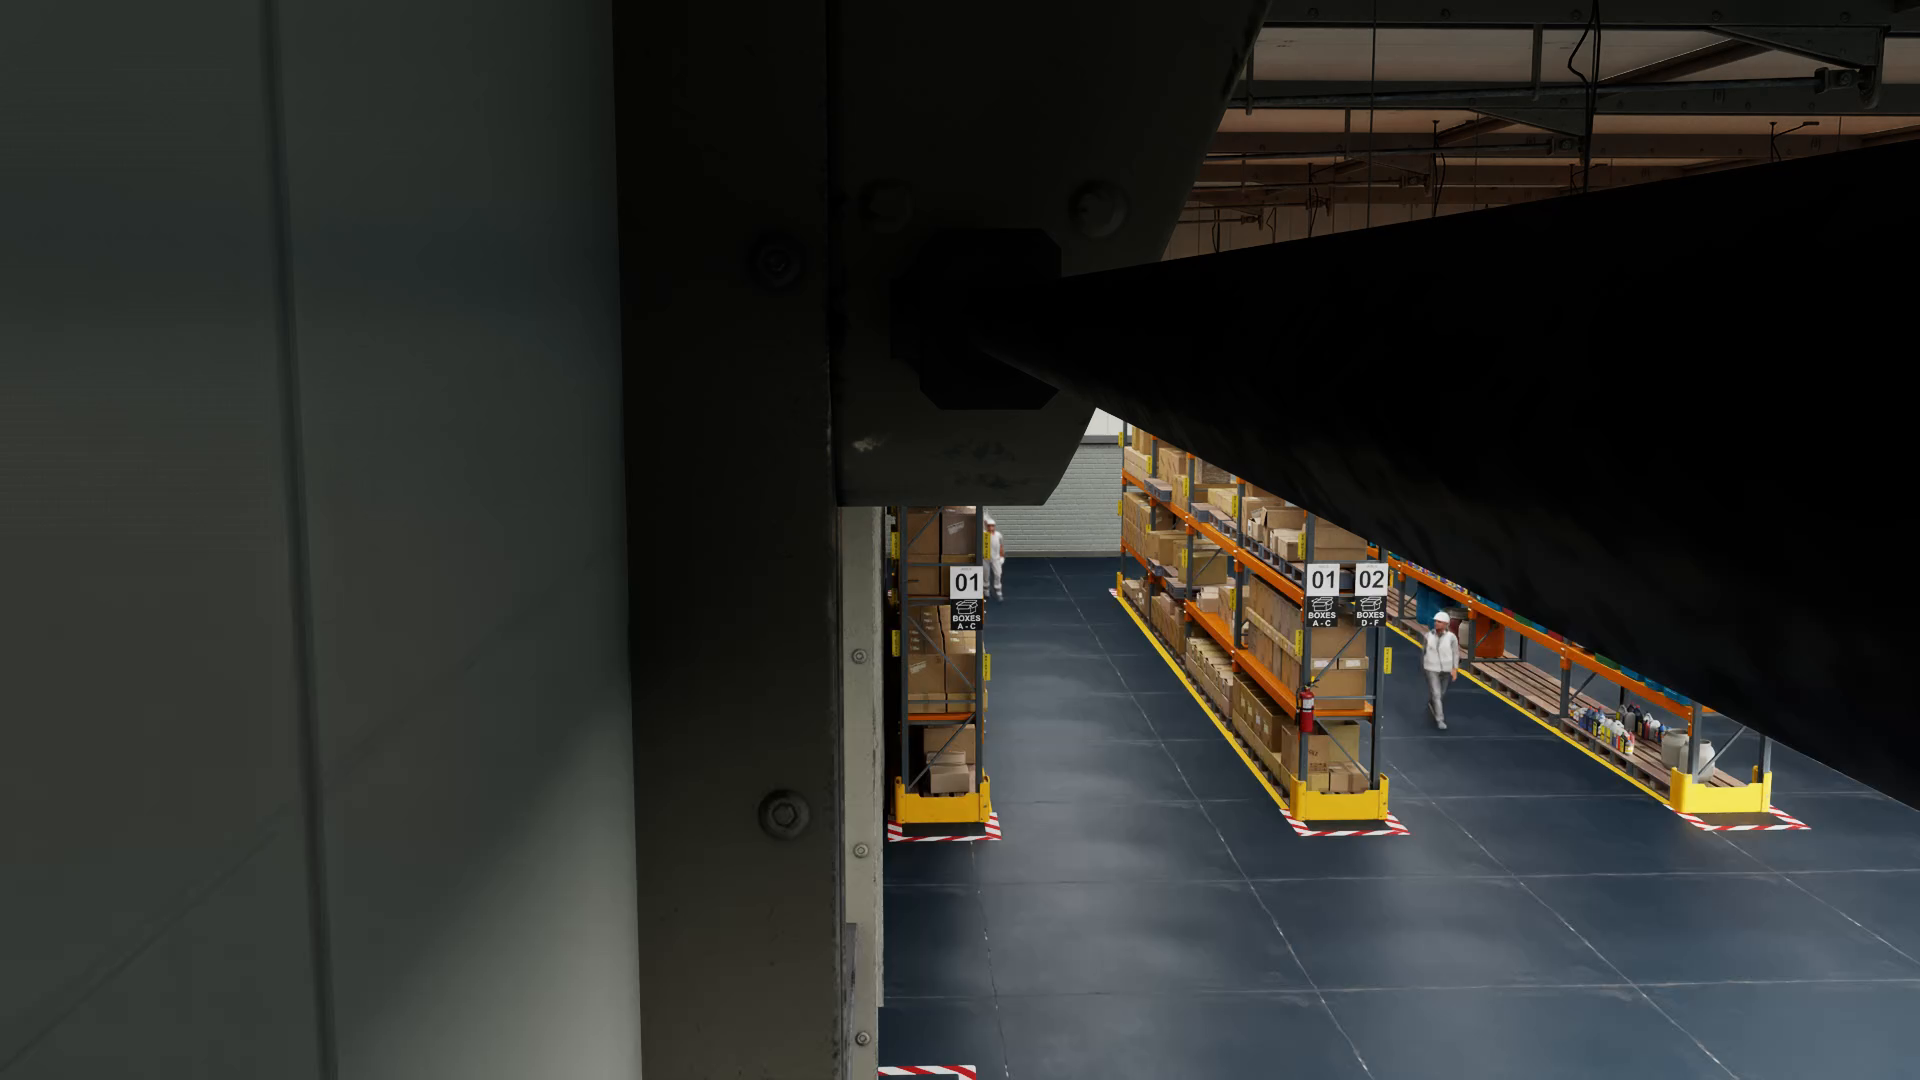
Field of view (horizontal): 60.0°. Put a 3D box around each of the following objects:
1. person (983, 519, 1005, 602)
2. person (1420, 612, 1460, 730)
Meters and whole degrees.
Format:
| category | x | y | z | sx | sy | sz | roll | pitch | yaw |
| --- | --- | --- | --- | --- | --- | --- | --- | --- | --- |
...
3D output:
| category | x | y | z | sx | sy | sz | roll | pitch | yaw |
| --- | --- | --- | --- | --- | --- | --- | --- | --- | --- |
| person | 0.697 | 0.420 | 35.762 | 0.605 | 1.728 | 1.031 | -1 | 8 | -8 |
| person | 7.269 | 1.950 | 25.216 | 0.469 | 1.730 | 1.066 | -1 | 8 | -7 |
